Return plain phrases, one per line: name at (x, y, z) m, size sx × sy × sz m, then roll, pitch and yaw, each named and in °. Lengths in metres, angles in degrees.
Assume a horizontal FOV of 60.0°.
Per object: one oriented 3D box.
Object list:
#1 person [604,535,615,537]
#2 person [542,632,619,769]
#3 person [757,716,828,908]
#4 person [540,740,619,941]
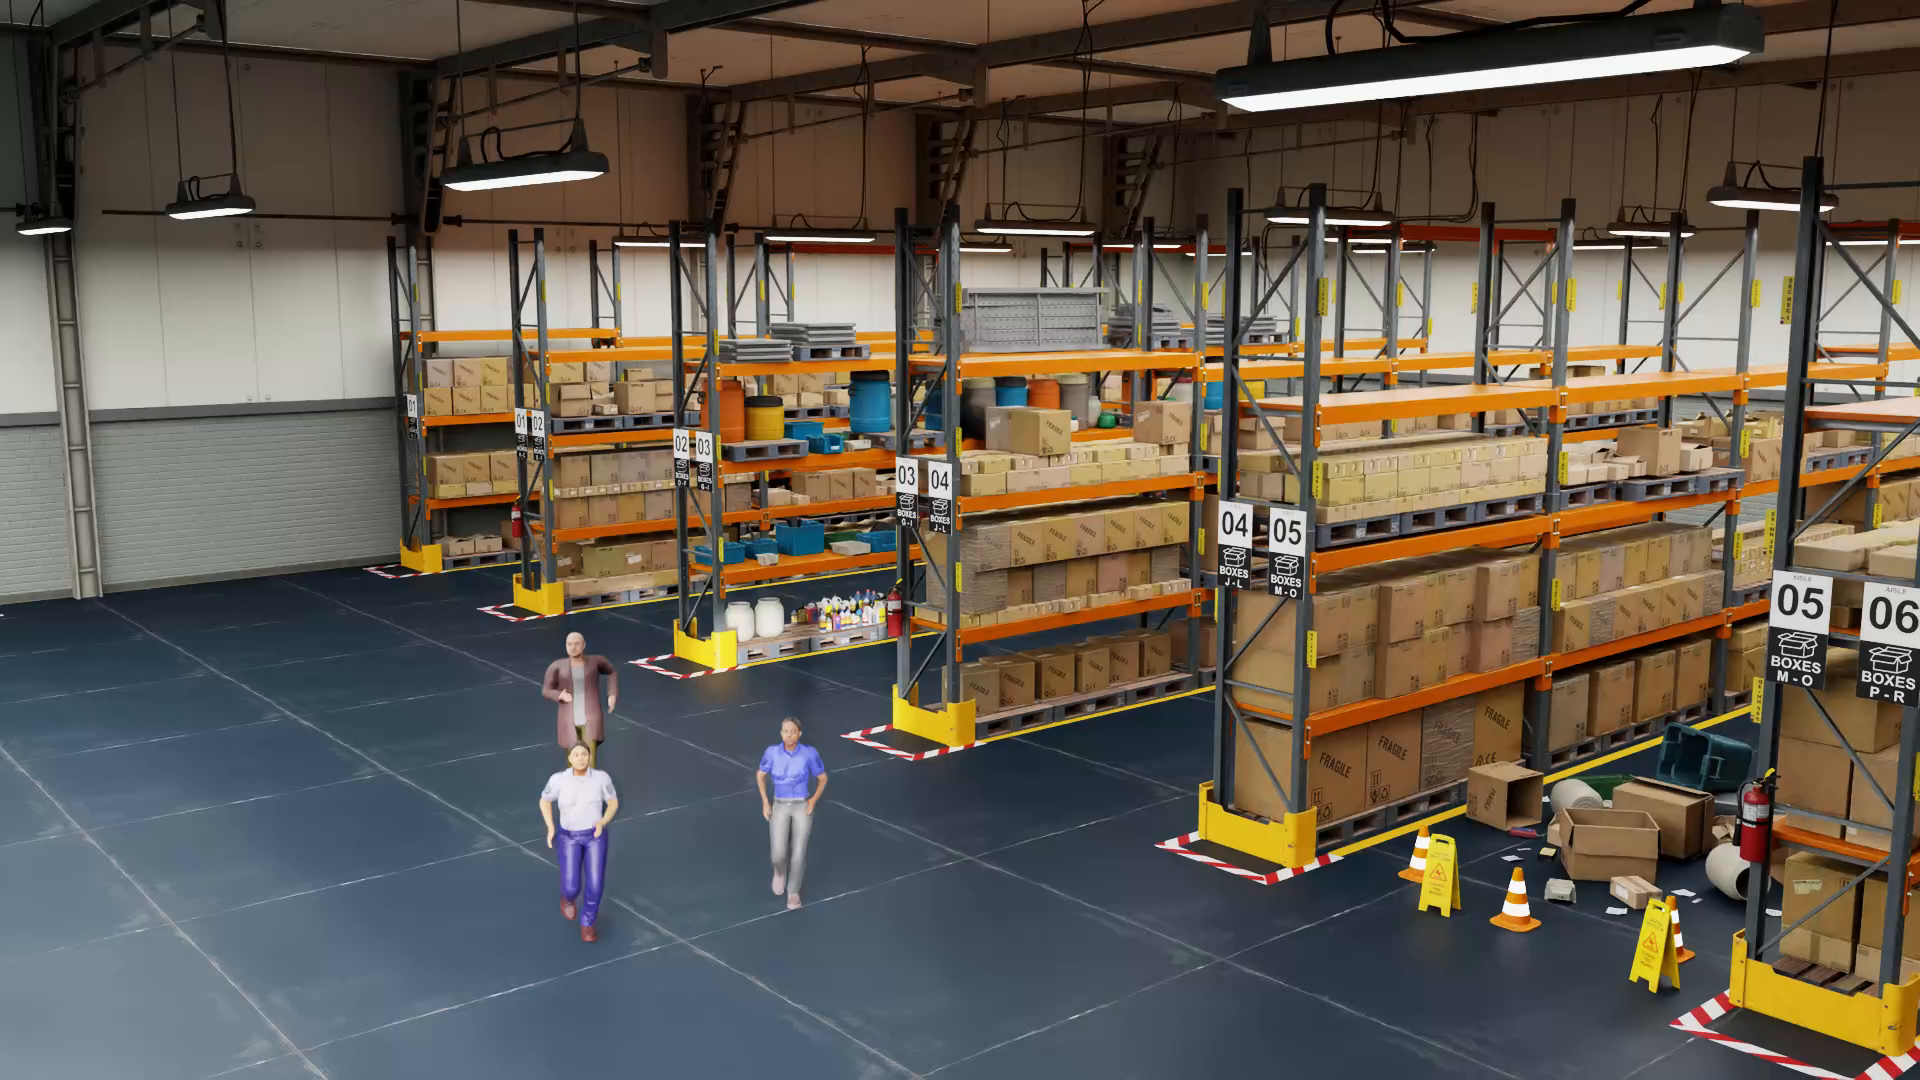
person at (-6.097, -0.075, 29.054) m, size 0.569 × 1.602 × 0.622 m, roll 8°, pitch 12°, yaw 43°
person at (-3.721, 1.793, 16.317) m, size 0.729 × 1.790 × 1.048 m, roll -1°, pitch 9°, yaw -7°
person at (-1.394, 2.262, 13.844) m, size 0.590 × 1.624 × 0.550 m, roll -1°, pitch 9°, yaw -4°
person at (-2.994, 2.384, 13.163) m, size 0.607 × 1.592 × 0.547 m, roll -3°, pitch 9°, yaw -18°
